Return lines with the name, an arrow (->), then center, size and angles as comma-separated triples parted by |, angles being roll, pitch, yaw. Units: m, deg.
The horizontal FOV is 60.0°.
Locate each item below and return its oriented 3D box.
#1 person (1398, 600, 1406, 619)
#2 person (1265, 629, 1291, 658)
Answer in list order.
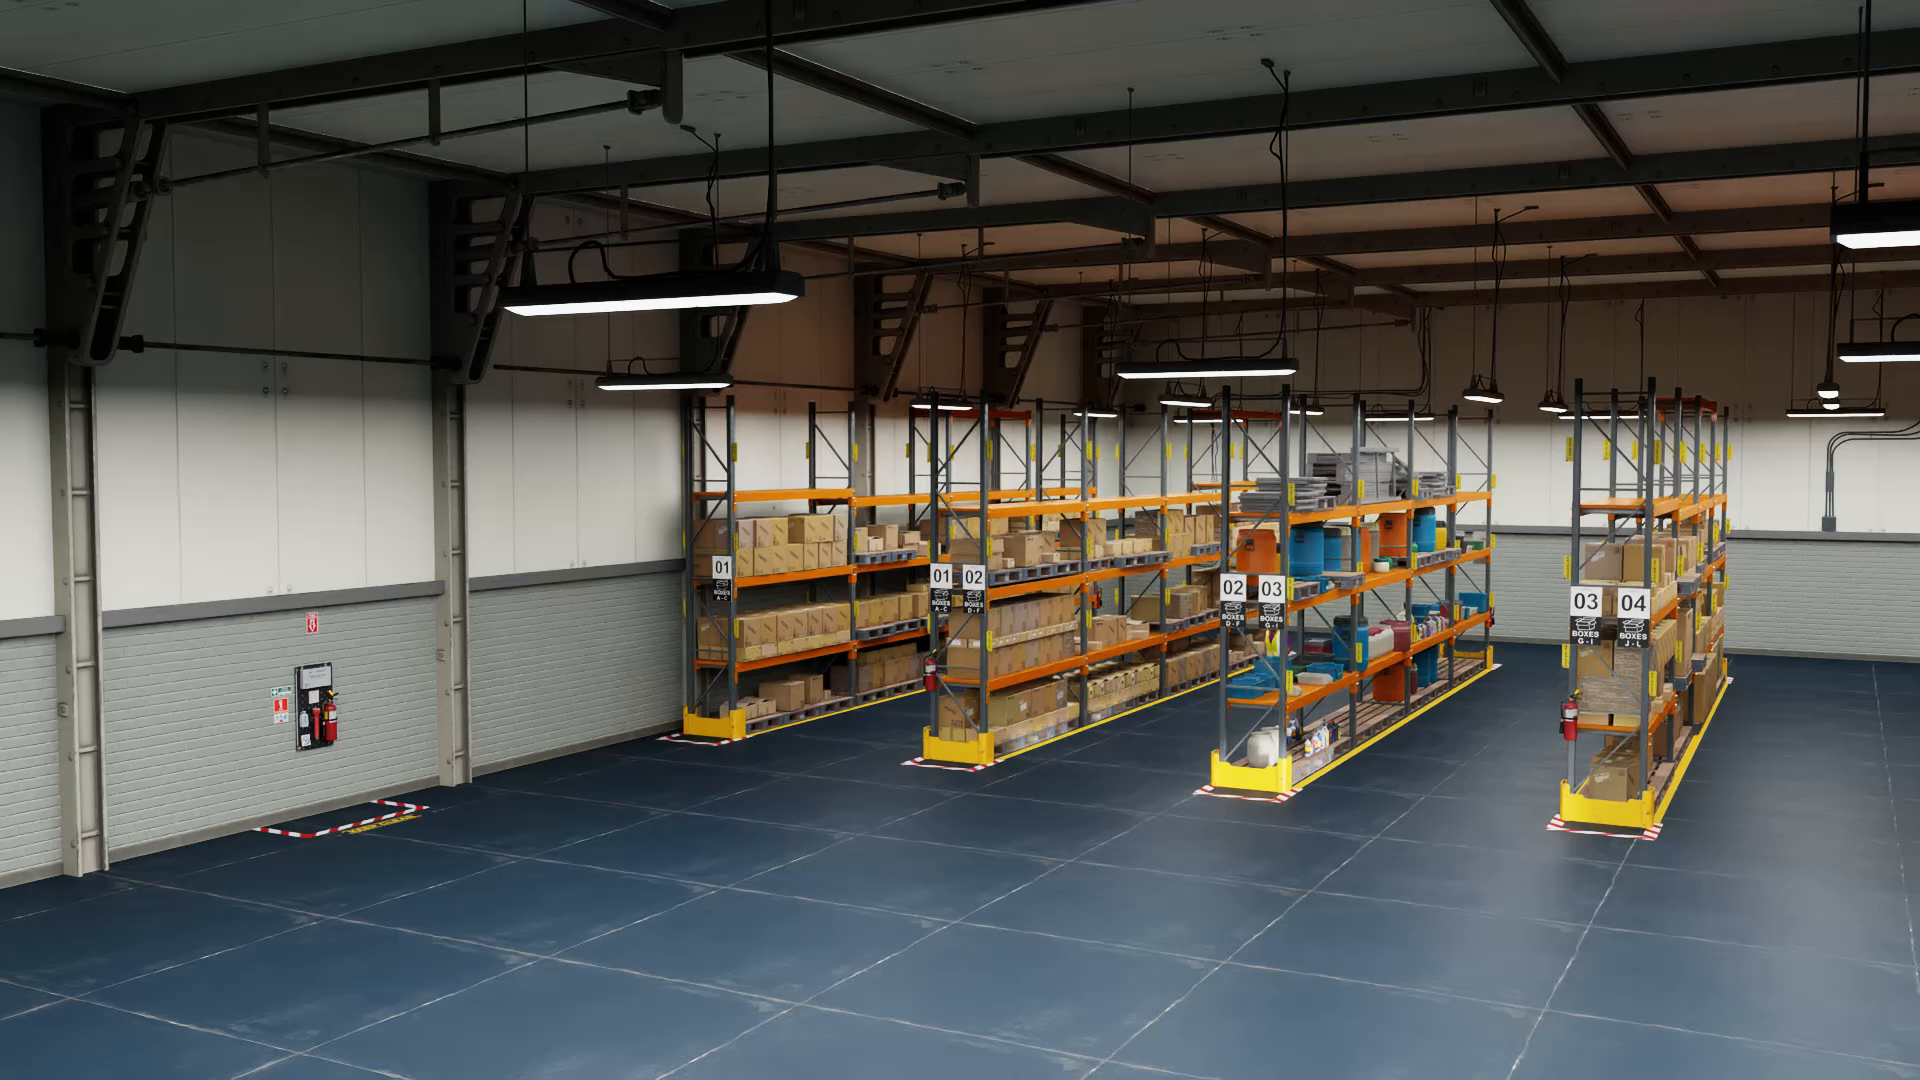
person -> 10.066, 2.189, 37.580 | 0.487, 1.670, 0.461 | -1, 3, -11
person -> 6.404, 2.387, 33.305 | 0.630, 1.732, 0.717 | 3, 4, 45
